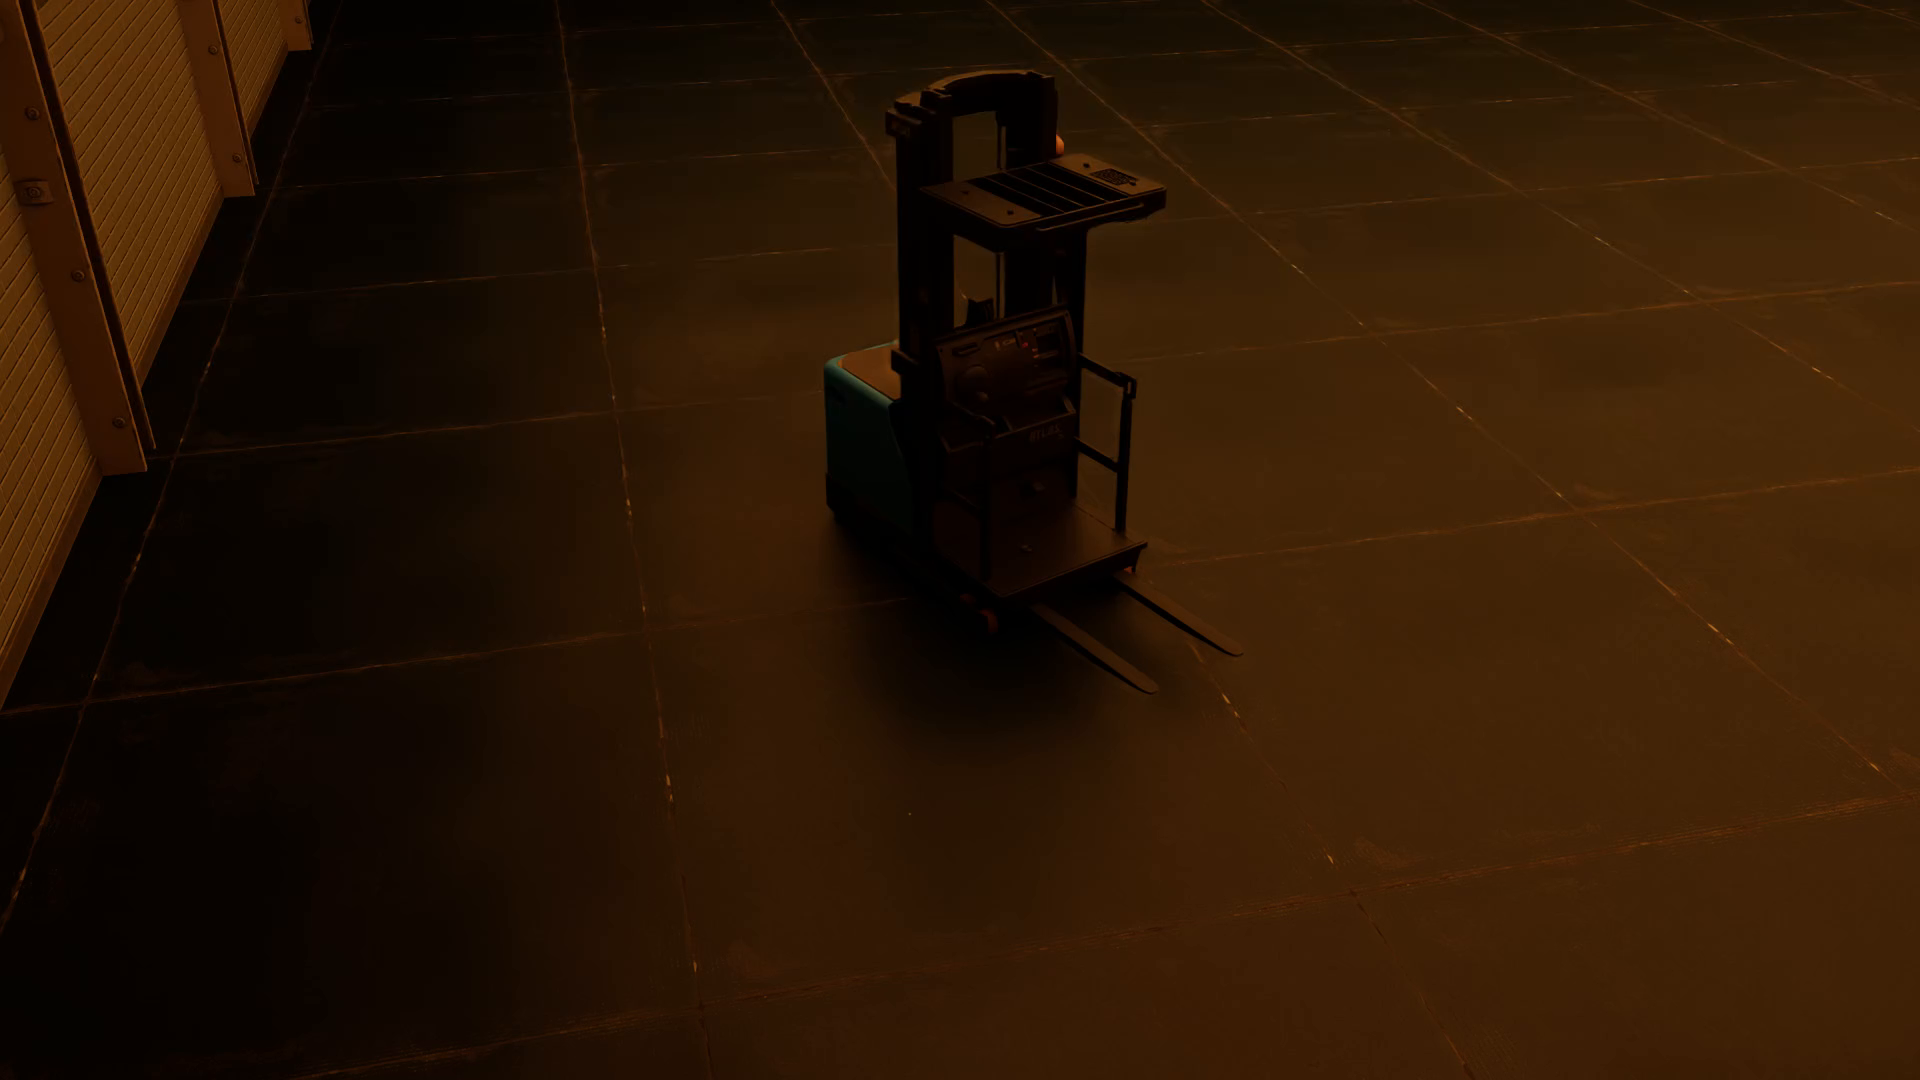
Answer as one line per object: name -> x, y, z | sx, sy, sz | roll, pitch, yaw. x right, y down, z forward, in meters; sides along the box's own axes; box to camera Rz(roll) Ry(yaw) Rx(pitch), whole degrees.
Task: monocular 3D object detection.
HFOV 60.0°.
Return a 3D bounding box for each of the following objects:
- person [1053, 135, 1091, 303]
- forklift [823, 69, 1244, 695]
person -> 0.689, -2.262, 12.713 | 0.615, 1.742, 0.498 | -6, 31, -11
forklift -> 0.394, -0.989, 9.282 | 1.130, 2.935, 3.031 | -19, 35, -30
